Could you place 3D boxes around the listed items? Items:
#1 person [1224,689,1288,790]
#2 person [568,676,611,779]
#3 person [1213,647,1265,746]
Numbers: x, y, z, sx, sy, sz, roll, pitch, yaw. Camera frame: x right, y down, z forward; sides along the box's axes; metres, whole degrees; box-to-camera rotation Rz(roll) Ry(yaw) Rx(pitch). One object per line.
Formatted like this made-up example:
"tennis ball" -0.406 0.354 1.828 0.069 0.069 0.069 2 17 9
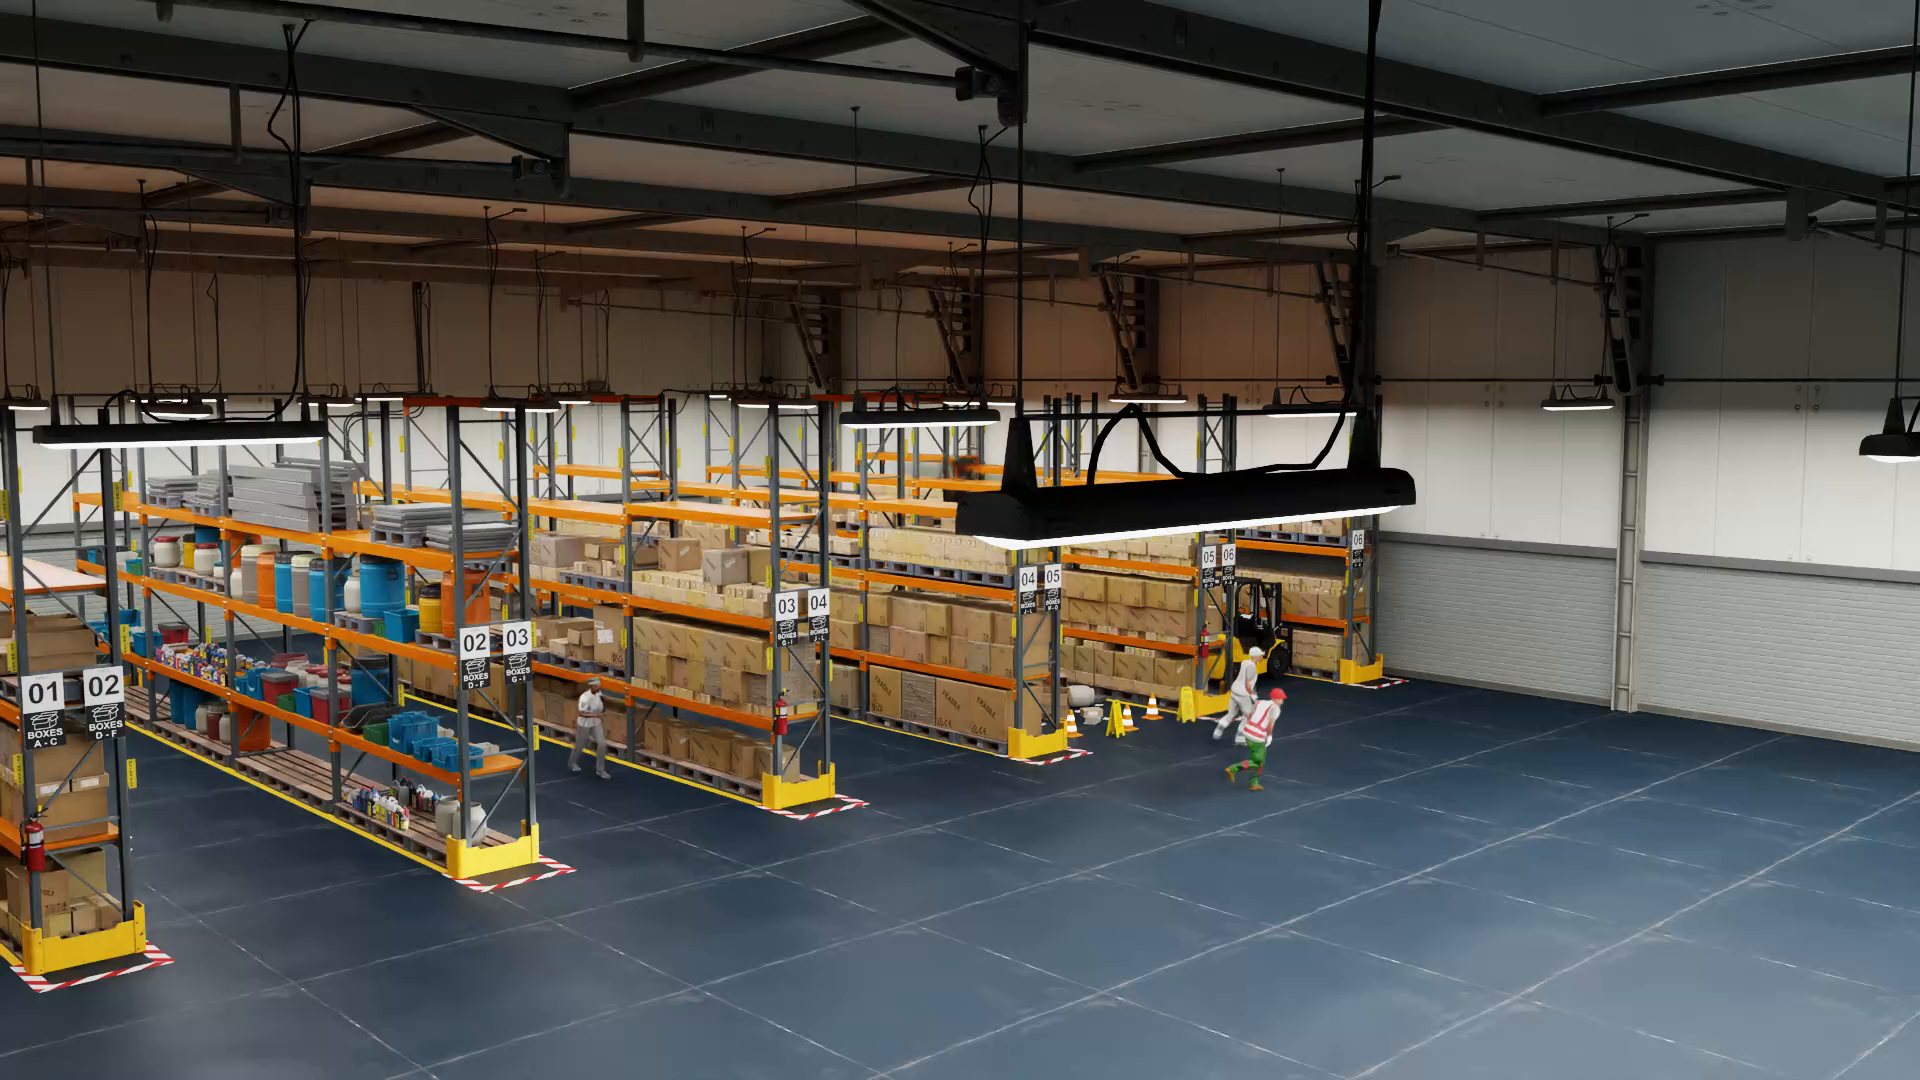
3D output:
"person" 4.579 3.088 25.601 1.026 1.569 0.670 -2 6 -22
"person" -5.907 2.956 26.472 0.956 1.659 0.574 5 7 43
"person" 4.830 2.699 28.804 0.831 1.716 0.673 -1 6 -12
